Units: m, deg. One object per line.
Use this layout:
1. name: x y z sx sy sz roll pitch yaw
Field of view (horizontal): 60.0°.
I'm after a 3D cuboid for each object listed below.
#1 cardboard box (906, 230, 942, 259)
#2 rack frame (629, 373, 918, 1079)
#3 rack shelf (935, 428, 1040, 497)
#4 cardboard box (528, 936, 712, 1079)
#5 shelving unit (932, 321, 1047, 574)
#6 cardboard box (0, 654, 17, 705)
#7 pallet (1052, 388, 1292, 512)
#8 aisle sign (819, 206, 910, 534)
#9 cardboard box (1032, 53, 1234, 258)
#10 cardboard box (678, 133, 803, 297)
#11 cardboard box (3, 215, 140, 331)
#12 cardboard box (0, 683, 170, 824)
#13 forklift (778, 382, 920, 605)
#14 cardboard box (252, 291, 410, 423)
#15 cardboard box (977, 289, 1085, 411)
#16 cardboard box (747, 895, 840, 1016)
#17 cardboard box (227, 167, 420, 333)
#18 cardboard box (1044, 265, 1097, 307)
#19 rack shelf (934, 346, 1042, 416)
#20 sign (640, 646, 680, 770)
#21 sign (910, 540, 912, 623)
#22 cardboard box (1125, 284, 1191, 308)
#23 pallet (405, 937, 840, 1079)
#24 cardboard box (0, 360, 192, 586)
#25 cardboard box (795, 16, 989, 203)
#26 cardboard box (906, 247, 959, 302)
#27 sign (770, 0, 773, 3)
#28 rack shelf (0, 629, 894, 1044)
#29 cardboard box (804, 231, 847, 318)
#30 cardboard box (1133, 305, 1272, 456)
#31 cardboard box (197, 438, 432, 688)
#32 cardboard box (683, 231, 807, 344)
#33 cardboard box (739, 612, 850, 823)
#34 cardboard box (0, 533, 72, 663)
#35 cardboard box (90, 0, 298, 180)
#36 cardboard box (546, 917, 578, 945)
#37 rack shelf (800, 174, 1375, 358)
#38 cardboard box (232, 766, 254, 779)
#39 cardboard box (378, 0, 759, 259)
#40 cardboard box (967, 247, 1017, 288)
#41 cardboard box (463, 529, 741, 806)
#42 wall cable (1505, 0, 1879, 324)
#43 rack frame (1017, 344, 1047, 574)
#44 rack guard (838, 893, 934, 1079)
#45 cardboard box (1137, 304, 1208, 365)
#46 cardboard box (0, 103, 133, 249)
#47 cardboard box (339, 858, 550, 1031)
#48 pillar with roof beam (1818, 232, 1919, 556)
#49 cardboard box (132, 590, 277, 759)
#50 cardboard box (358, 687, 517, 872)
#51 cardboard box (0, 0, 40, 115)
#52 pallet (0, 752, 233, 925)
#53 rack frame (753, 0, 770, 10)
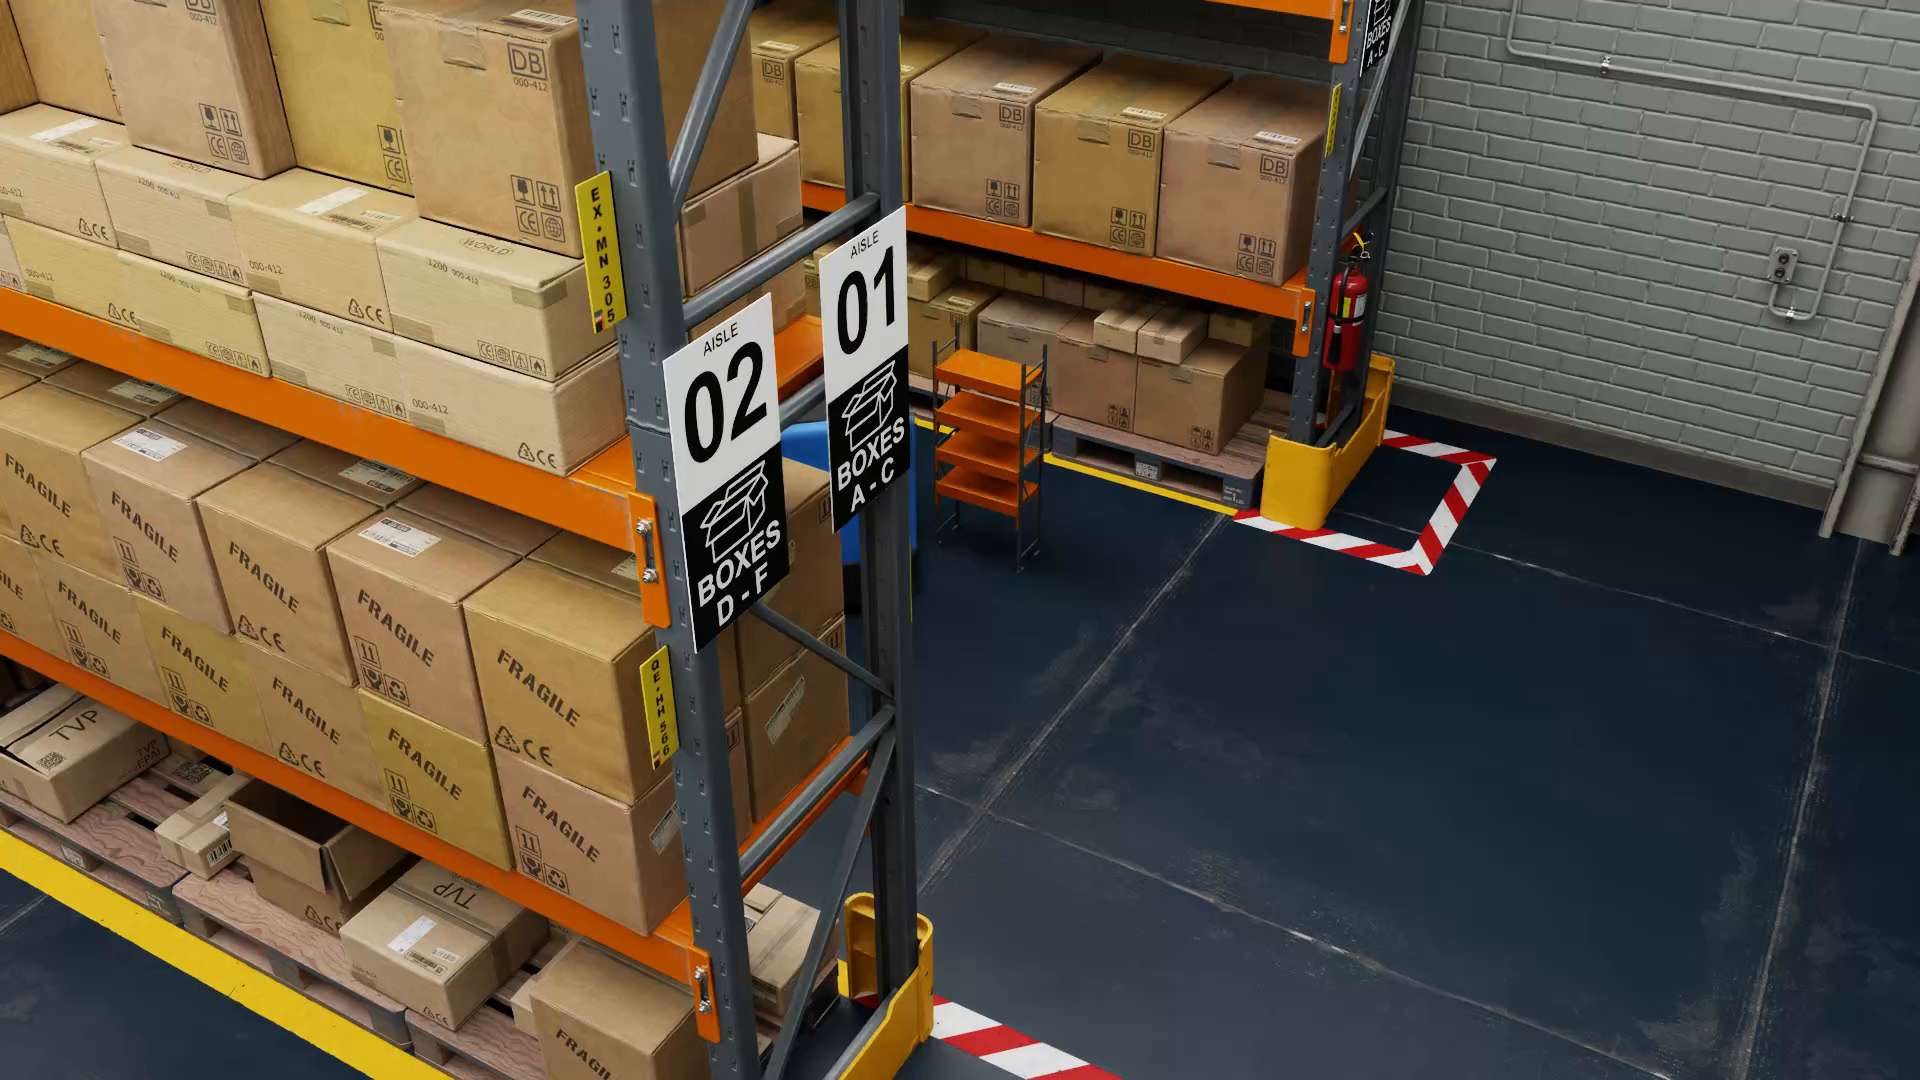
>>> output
1. cardboard box: -0.204 -1.787 10.019 0.250 0.149 0.380 16 37 23
2. rack frame: -0.445 0.766 4.893 0.127 3.000 1.000 18 37 24
3. rack shelf: 0.144 -0.398 8.386 0.480 0.148 0.258 18 37 24
4. cardboard box: -1.039 1.593 5.510 0.500 0.500 0.500 18 37 24
5. shelving unit: 0.144 -0.454 8.349 0.503 1.200 0.258 18 37 24
6. cardboard box: -4.488 0.526 7.112 0.500 0.500 0.500 17 37 24
7. pallet: 1.277 -0.640 9.521 1.213 0.211 1.003 18 37 24
8. aisle sign: -0.240 -0.438 4.356 0.004 0.787 0.394 18 37 24
9. cardboard box: 0.925 -2.073 8.887 0.700 0.700 0.980 17 37 24
10. cardboard box: -0.762 -0.894 4.365 0.500 0.250 0.500 18 37 24
11. cardboard box: -2.317 -0.853 4.754 0.500 0.250 0.500 18 37 24
12. cardboard box: -3.661 0.822 6.838 0.500 0.311 0.500 18 37 24
13. forklift: -1.769 -0.997 7.603 3.031 2.935 1.130 -7 34 -10
14. cardboard box: -1.450 -0.577 4.339 0.500 0.250 0.500 18 37 24
15. cardboard box: 0.481 -1.173 9.681 0.500 0.500 0.700 16 37 23
16. cardboard box: -0.638 1.489 5.982 0.250 0.149 0.380 18 37 24
17. cardboard box: -1.452 -0.784 4.199 0.500 0.250 0.500 18 37 24
18. cardboard box: 0.682 -1.507 9.597 0.250 0.149 0.380 18 38 25
19. rack shelf: 0.144 -0.781 8.131 0.480 0.148 0.258 18 37 24
20. sign: -0.738 0.414 4.092 0.005 0.325 0.100 18 37 24
21. sign: -0.176 0.145 5.045 0.005 0.325 0.100 18 37 24
22. cardboard box: 1.120 -1.368 9.389 0.250 0.149 0.380 18 38 25
23. pallet: -1.203 1.687 6.026 1.213 0.211 1.003 18 37 24
24. cardboard box: -2.754 -0.243 5.417 0.500 0.500 0.500 16 37 23
25. cardboard box: -0.369 -2.483 9.502 0.700 0.700 0.980 17 37 23
26. cardboard box: -0.205 -1.542 9.651 0.250 0.149 0.380 16 37 23
27. sign: -1.189 -3.379 10.266 0.005 0.325 0.100 18 37 24
28. rack shelf: -2.181 0.516 5.918 4.000 0.370 1.077 18 37 24
29. cardboard box: -0.865 -1.598 10.320 0.500 0.500 0.700 18 38 25
30. cardboard box: 1.352 -0.897 9.267 0.500 0.500 0.700 18 37 24
31. cardboard box: -1.859 0.040 4.992 0.500 0.500 0.500 19 38 26
32. cardboard box: -0.765 -0.683 4.499 0.500 0.250 0.500 18 37 24
33. cardboard box: -0.699 0.476 5.239 0.500 0.500 0.500 18 38 25
34. cardboard box: -3.164 0.035 5.901 0.500 0.500 0.500 18 38 25
35. cardboard box: -1.778 -1.338 4.354 0.500 0.500 0.700 18 37 24
36. cardboard box: -1.210 1.304 6.169 0.500 0.250 0.500 18 37 24
37. rack shelf: 0.273 -1.869 9.500 4.000 0.370 1.077 18 37 24
38. cardboard box: -2.631 0.829 6.828 0.500 0.311 0.500 18 37 24
39. cardboard box: -0.899 -1.073 3.957 0.500 0.500 0.700 18 37 24
40. cardboard box: 0.239 -1.647 9.808 0.250 0.149 0.380 17 37 24
41. cardboard box: -0.968 0.319 4.573 0.500 0.500 0.500 17 37 24
42. wall cable: 3.591 -2.144 8.347 1.851 1.984 0.084 18 37 24
43. rack frame: 0.356 -0.387 8.248 0.015 1.200 0.240 18 37 24
44. rack guard: -0.511 1.786 5.617 0.348 0.500 1.175 18 37 24
45. cardboard box: 1.151 -1.115 9.009 0.250 0.149 0.380 17 37 24
46. cardboard box: -2.321 -1.057 4.610 0.500 0.250 0.500 18 37 24
47. cardboard box: -1.849 1.421 5.994 0.500 0.250 0.500 18 37 24
48. pillar with roof beam: 2.647 -1.718 3.210 0.400 9.000 9.100 18 37 24
49. cardboard box: -2.289 0.313 5.483 0.500 0.500 0.500 17 37 24
50. cardboard box: -1.421 0.592 5.065 0.500 0.500 0.500 18 38 25
51. cardboard box: -2.676 -1.584 4.724 0.500 0.500 0.700 18 37 24
52. pallet: -3.322 1.016 7.033 1.213 0.211 1.003 18 37 24
53. rack frame: -1.463 -2.719 10.126 0.127 3.000 1.000 18 37 24
